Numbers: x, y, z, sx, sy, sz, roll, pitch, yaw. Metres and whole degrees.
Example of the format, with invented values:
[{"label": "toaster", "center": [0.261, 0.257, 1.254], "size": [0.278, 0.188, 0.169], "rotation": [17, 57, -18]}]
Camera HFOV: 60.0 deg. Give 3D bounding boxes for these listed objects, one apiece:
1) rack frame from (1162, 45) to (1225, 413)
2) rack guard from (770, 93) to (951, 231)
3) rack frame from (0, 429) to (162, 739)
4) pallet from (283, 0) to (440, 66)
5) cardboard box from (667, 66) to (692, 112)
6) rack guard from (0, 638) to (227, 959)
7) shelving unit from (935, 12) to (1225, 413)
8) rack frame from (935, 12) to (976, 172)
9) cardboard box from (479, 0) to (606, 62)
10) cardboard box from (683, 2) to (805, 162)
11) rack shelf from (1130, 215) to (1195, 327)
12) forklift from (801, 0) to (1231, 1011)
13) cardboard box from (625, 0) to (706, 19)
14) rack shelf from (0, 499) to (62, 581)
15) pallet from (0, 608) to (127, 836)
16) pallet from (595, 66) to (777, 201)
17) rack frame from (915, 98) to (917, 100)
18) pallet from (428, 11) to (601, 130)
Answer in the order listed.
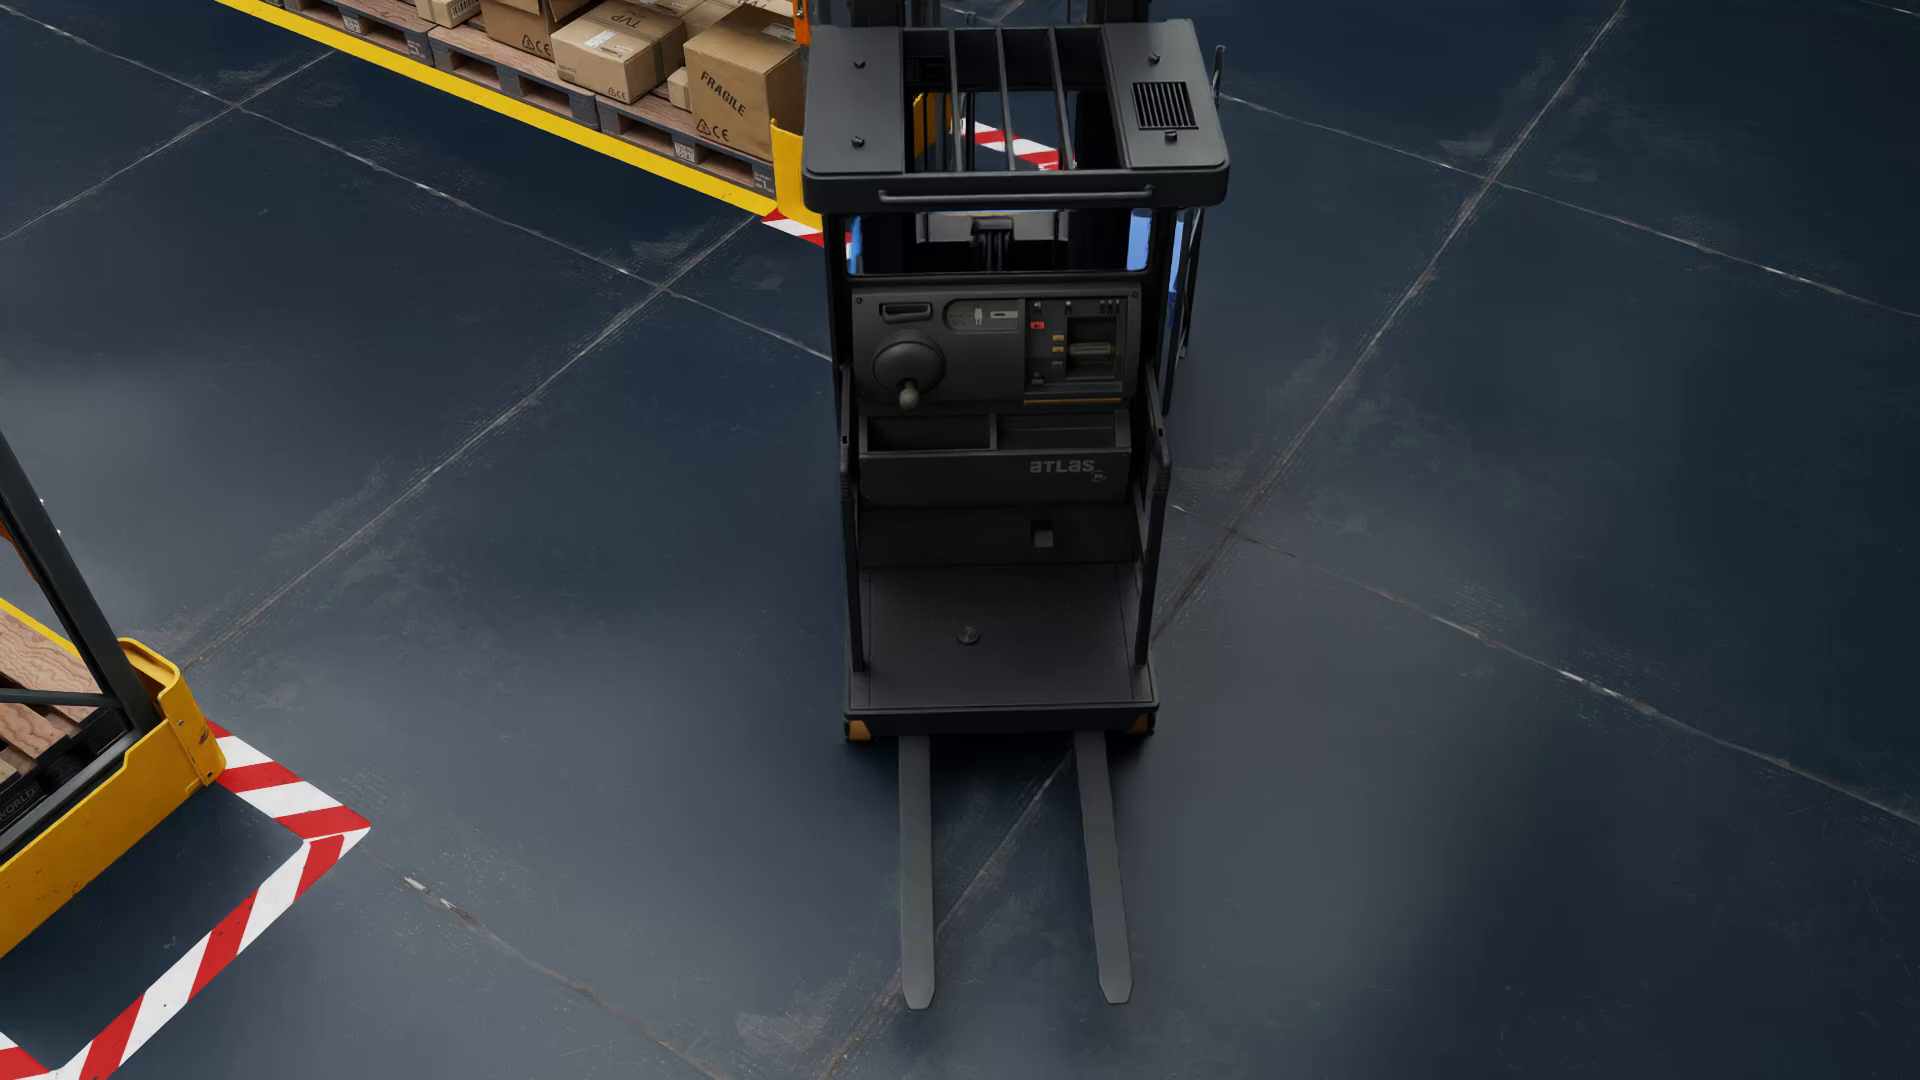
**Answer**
[{"label": "rack frame", "center": [0.965, -1.254, 6.922], "size": [0.032, 1.500, 0.500], "rotation": [11, 47, 11]}, {"label": "rack guard", "center": [-0.480, -2.108, 8.450], "size": [0.348, 0.500, 1.175], "rotation": [25, 51, 22]}, {"label": "rack frame", "center": [-3.094, 0.039, 4.620], "size": [0.127, 3.000, 1.000], "rotation": [25, 51, 22]}, {"label": "pallet", "center": [-3.206, -3.260, 9.771], "size": [1.213, 0.211, 1.003], "rotation": [25, 51, 22]}, {"label": "cardboard box", "center": [-1.299, -2.389, 8.648], "size": [0.250, 0.166, 0.380], "rotation": [25, 51, 22]}, {"label": "rack guard", "center": [-3.067, 0.912, 5.515], "size": [0.348, 0.500, 1.175], "rotation": [25, 51, 22]}, {"label": "shelving unit", "center": [0.474, -1.349, 7.015], "size": [1.048, 1.500, 0.538], "rotation": [11, 47, 11]}, {"label": "rack frame", "center": [-0.016, -1.444, 7.108], "size": [0.032, 1.500, 0.500], "rotation": [11, 47, 11]}, {"label": "cardboard box", "center": [-2.199, -3.057, 9.063], "size": [0.637, 0.503, 0.797], "rotation": [25, 51, 22]}, {"label": "cardboard box", "center": [-1.007, -2.294, 8.324], "size": [0.500, 0.500, 0.500], "rotation": [25, 51, 22]}, {"label": "rack shelf", "center": [0.474, -1.223, 7.144], "size": [1.000, 0.185, 0.538], "rotation": [11, 47, 11]}, {"label": "forklift", "center": [0.129, -0.531, 5.222], "size": [1.130, 2.935, 3.031], "rotation": [-1, 46, -1]}, {"label": "cardboard box", "center": [-1.563, -2.914, 9.100], "size": [0.500, 0.250, 0.500], "rotation": [25, 51, 22]}, {"label": "rack shelf", "center": [-4.777, -0.485, 5.631], "size": [4.000, 0.370, 1.077], "rotation": [25, 51, 22]}, {"label": "pallet", "center": [-3.767, 0.668, 5.954], "size": [1.213, 0.211, 1.003], "rotation": [25, 51, 22]}, {"label": "pallet", "center": [-1.152, -2.315, 8.853], "size": [1.213, 0.211, 1.003], "rotation": [25, 51, 22]}, {"label": "rack frame", "center": [-0.415, -2.952, 7.527], "size": [0.053, 2.616, 0.949], "rotation": [25, 51, 22]}, {"label": "pallet", "center": [-2.175, -2.788, 9.312], "size": [1.213, 0.211, 1.003], "rotation": [25, 51, 22]}]
